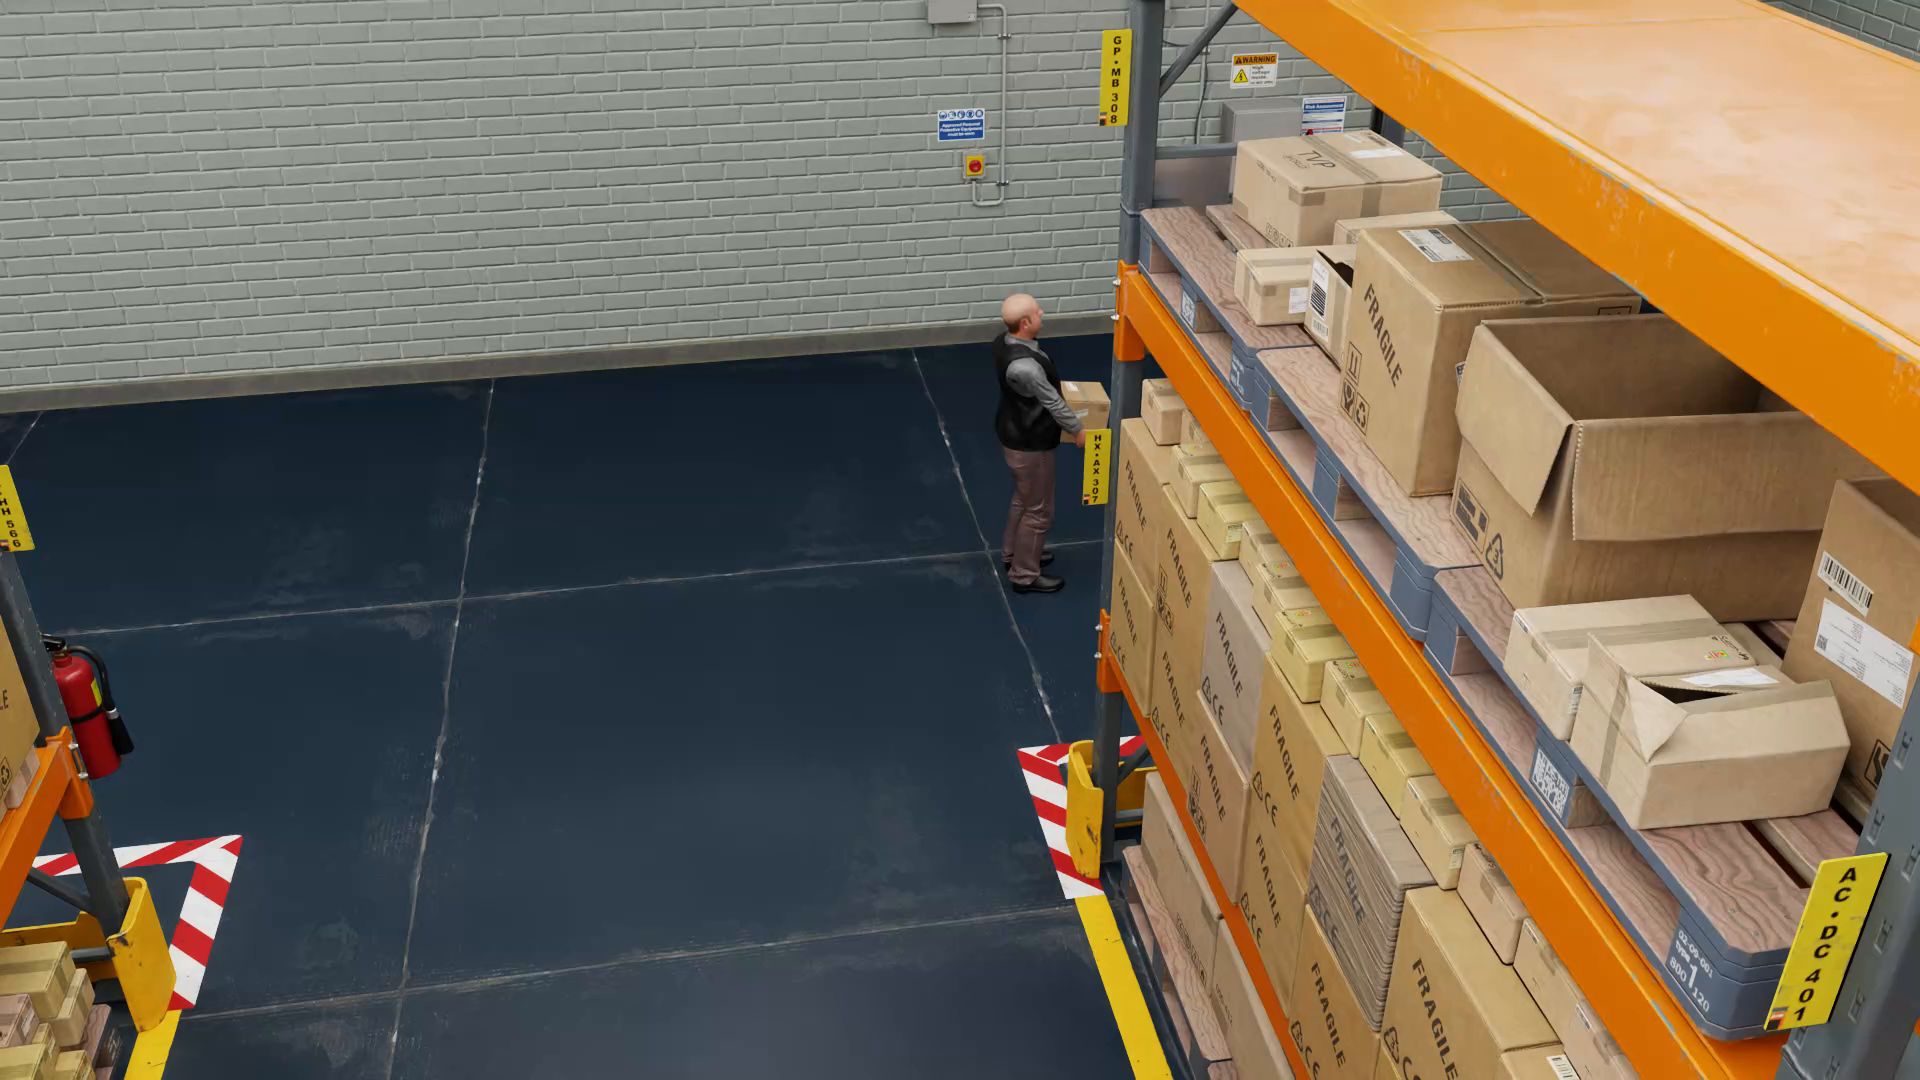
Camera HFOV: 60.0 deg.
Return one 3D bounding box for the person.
[{"bbox_3d":[0.463,-0.548,9.101,0.551,1.711,0.494,-5,31,-8],"label":"person"}]
